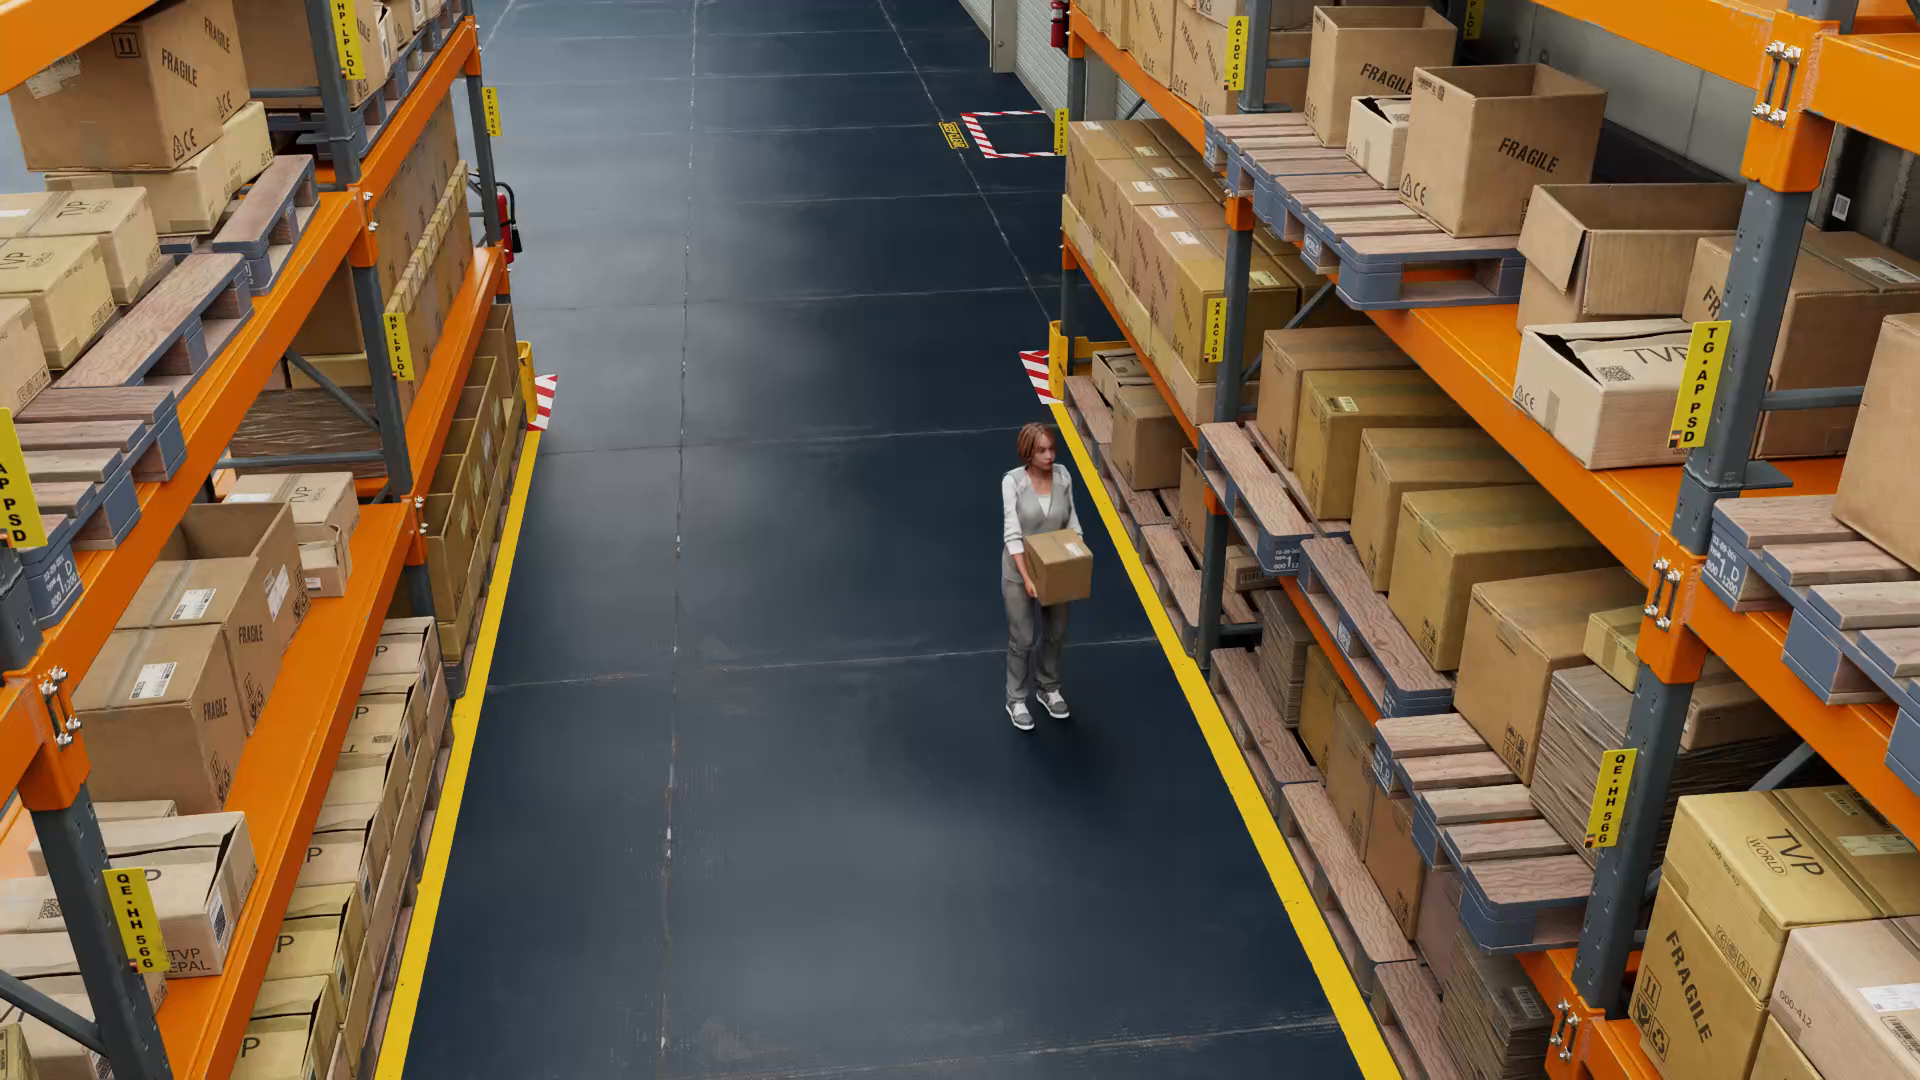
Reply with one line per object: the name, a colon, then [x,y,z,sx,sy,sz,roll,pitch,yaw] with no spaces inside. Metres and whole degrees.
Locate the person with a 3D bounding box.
person: [0.412,0.207,8.237,0.408,1.589,0.491,-10,29,-18]
